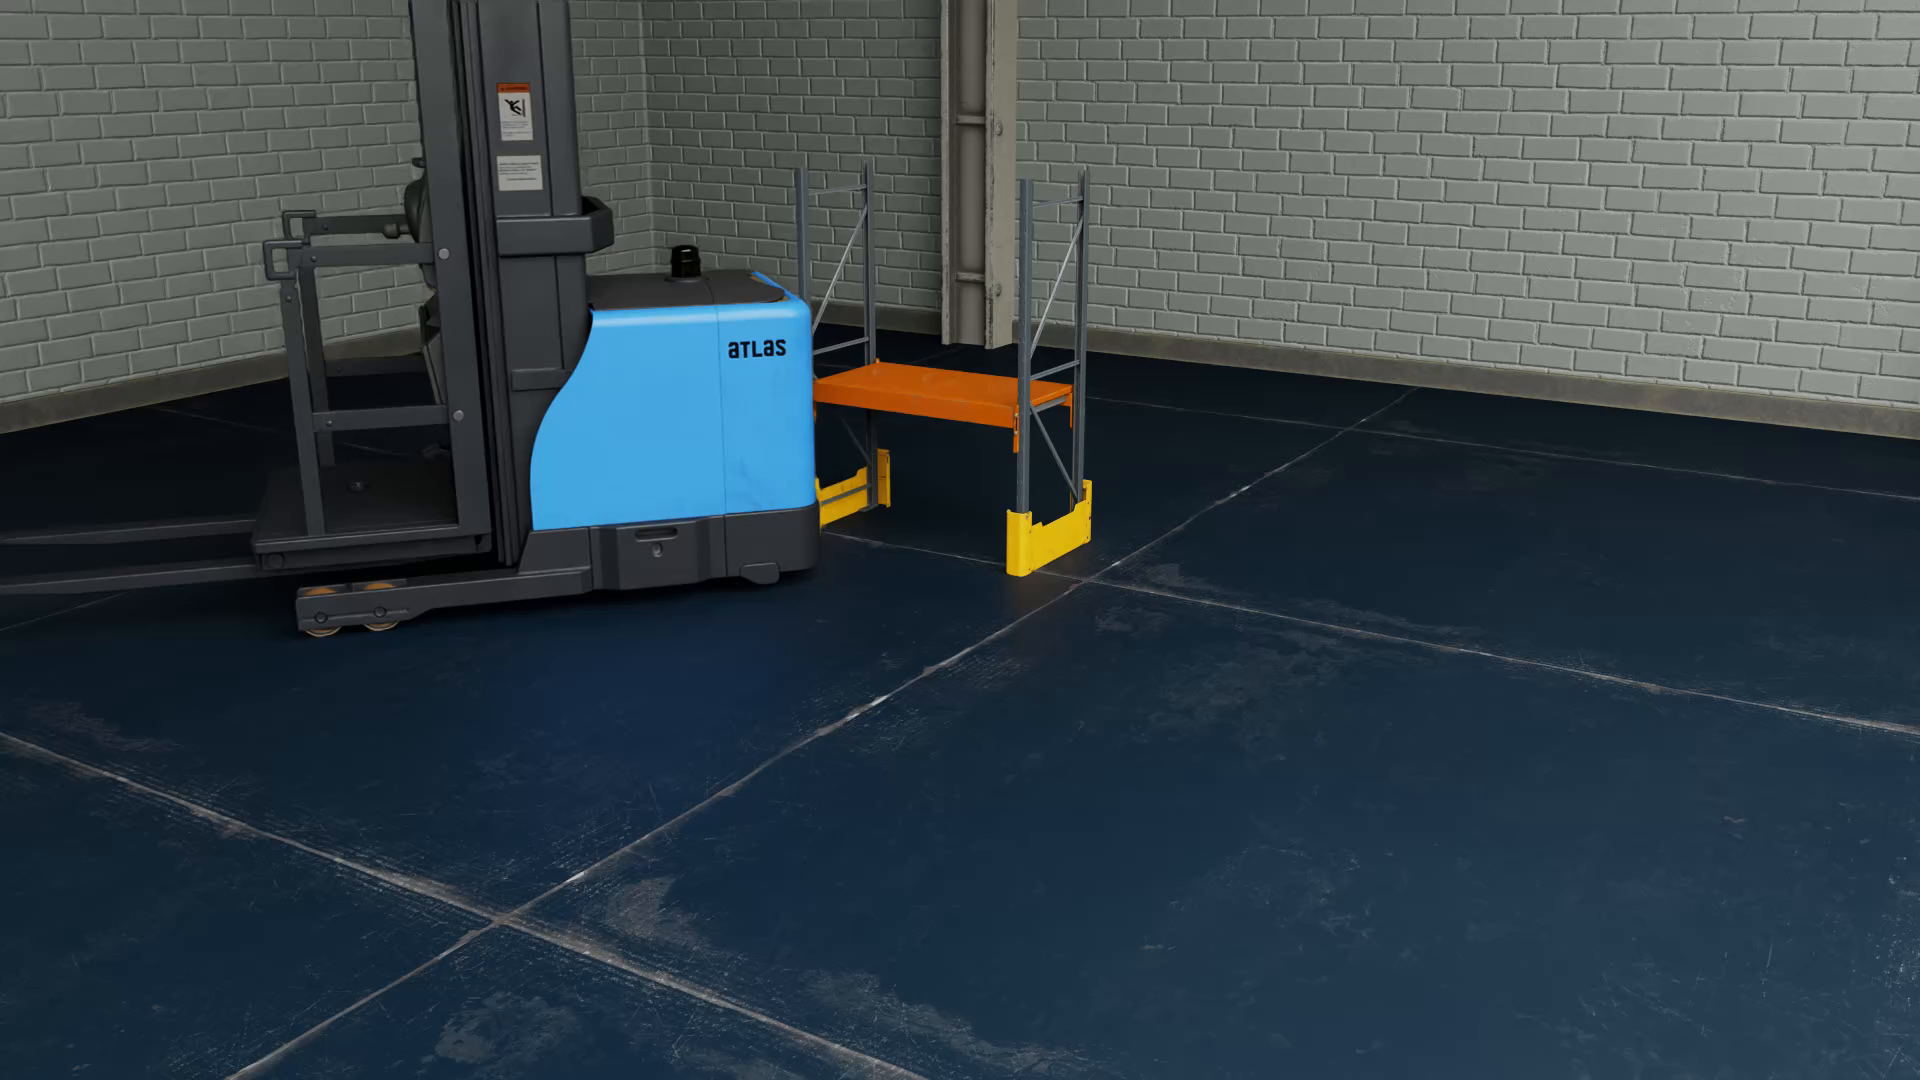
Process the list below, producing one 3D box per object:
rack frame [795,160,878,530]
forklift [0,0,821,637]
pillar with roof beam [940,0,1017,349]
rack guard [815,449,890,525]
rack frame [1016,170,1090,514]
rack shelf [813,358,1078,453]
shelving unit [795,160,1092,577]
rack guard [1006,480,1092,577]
[{"bbox_3d":[-0.506,-0.808,6.961,0.032,1.500,0.500,10,20,30],"label":"rack frame"},{"bbox_3d":[-2.107,-1.238,5.915,3.031,2.935,1.130,-5,18,-17],"label":"forklift"},{"bbox_3d":[-2.133,-4.577,6.465,0.400,9.000,9.100,10,20,30],"label":"pillar with roof beam"},{"bbox_3d":[-0.489,-0.207,7.132,0.087,0.250,0.587,10,20,30],"label":"rack guard"},{"bbox_3d":[0.360,-0.653,6.451,0.032,1.500,0.500,10,20,30],"label":"rack frame"},{"bbox_3d":[-0.073,-0.558,6.758,1.000,0.185,0.538,10,20,30],"label":"rack shelf"},{"bbox_3d":[-0.065,-0.729,6.701,1.083,1.500,0.587,10,20,30],"label":"shelving unit"},{"bbox_3d":[0.359,-0.055,6.634,0.087,0.250,0.587,10,20,30],"label":"rack guard"}]
